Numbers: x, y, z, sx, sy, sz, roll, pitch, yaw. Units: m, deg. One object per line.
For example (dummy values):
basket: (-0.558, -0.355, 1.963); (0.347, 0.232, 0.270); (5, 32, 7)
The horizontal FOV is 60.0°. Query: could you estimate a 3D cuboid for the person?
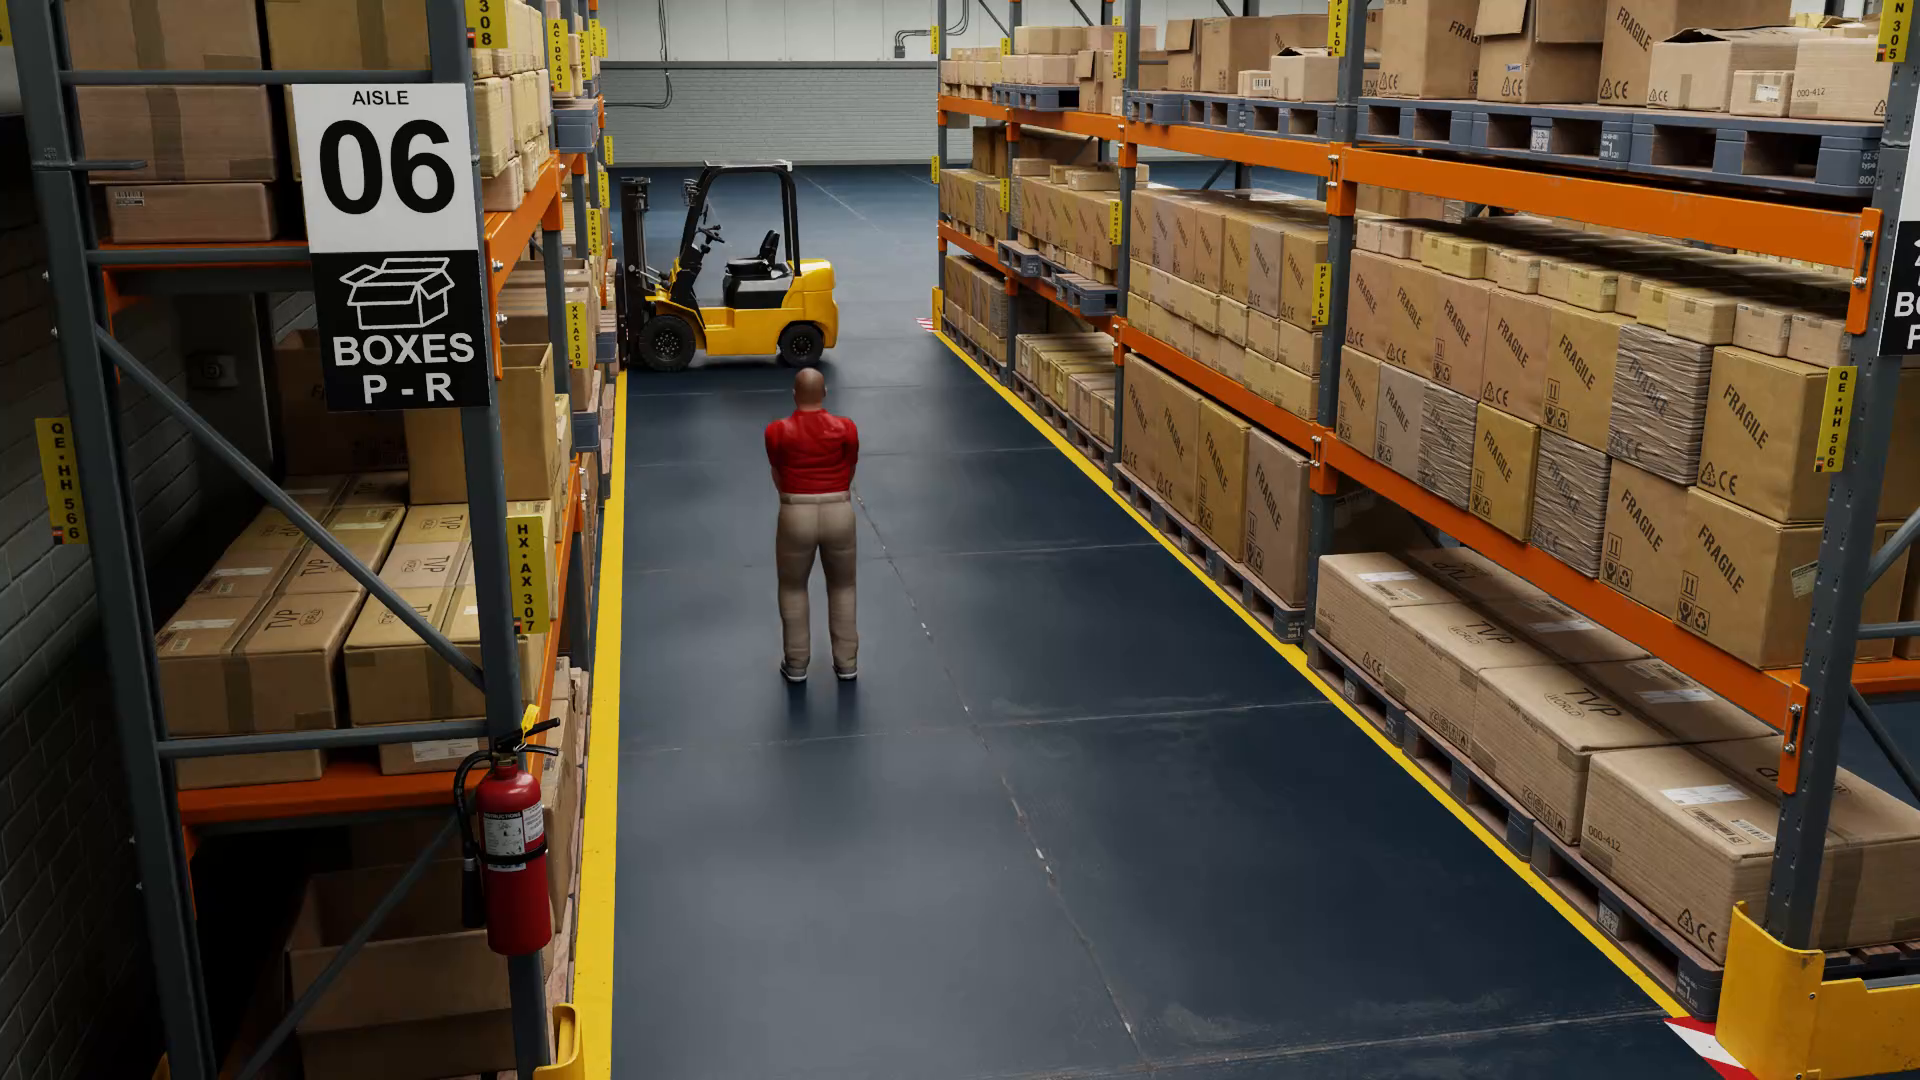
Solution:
person: (-0.796, -0.108, 8.958); (0.494, 1.715, 0.537); (-3, 16, -9)
